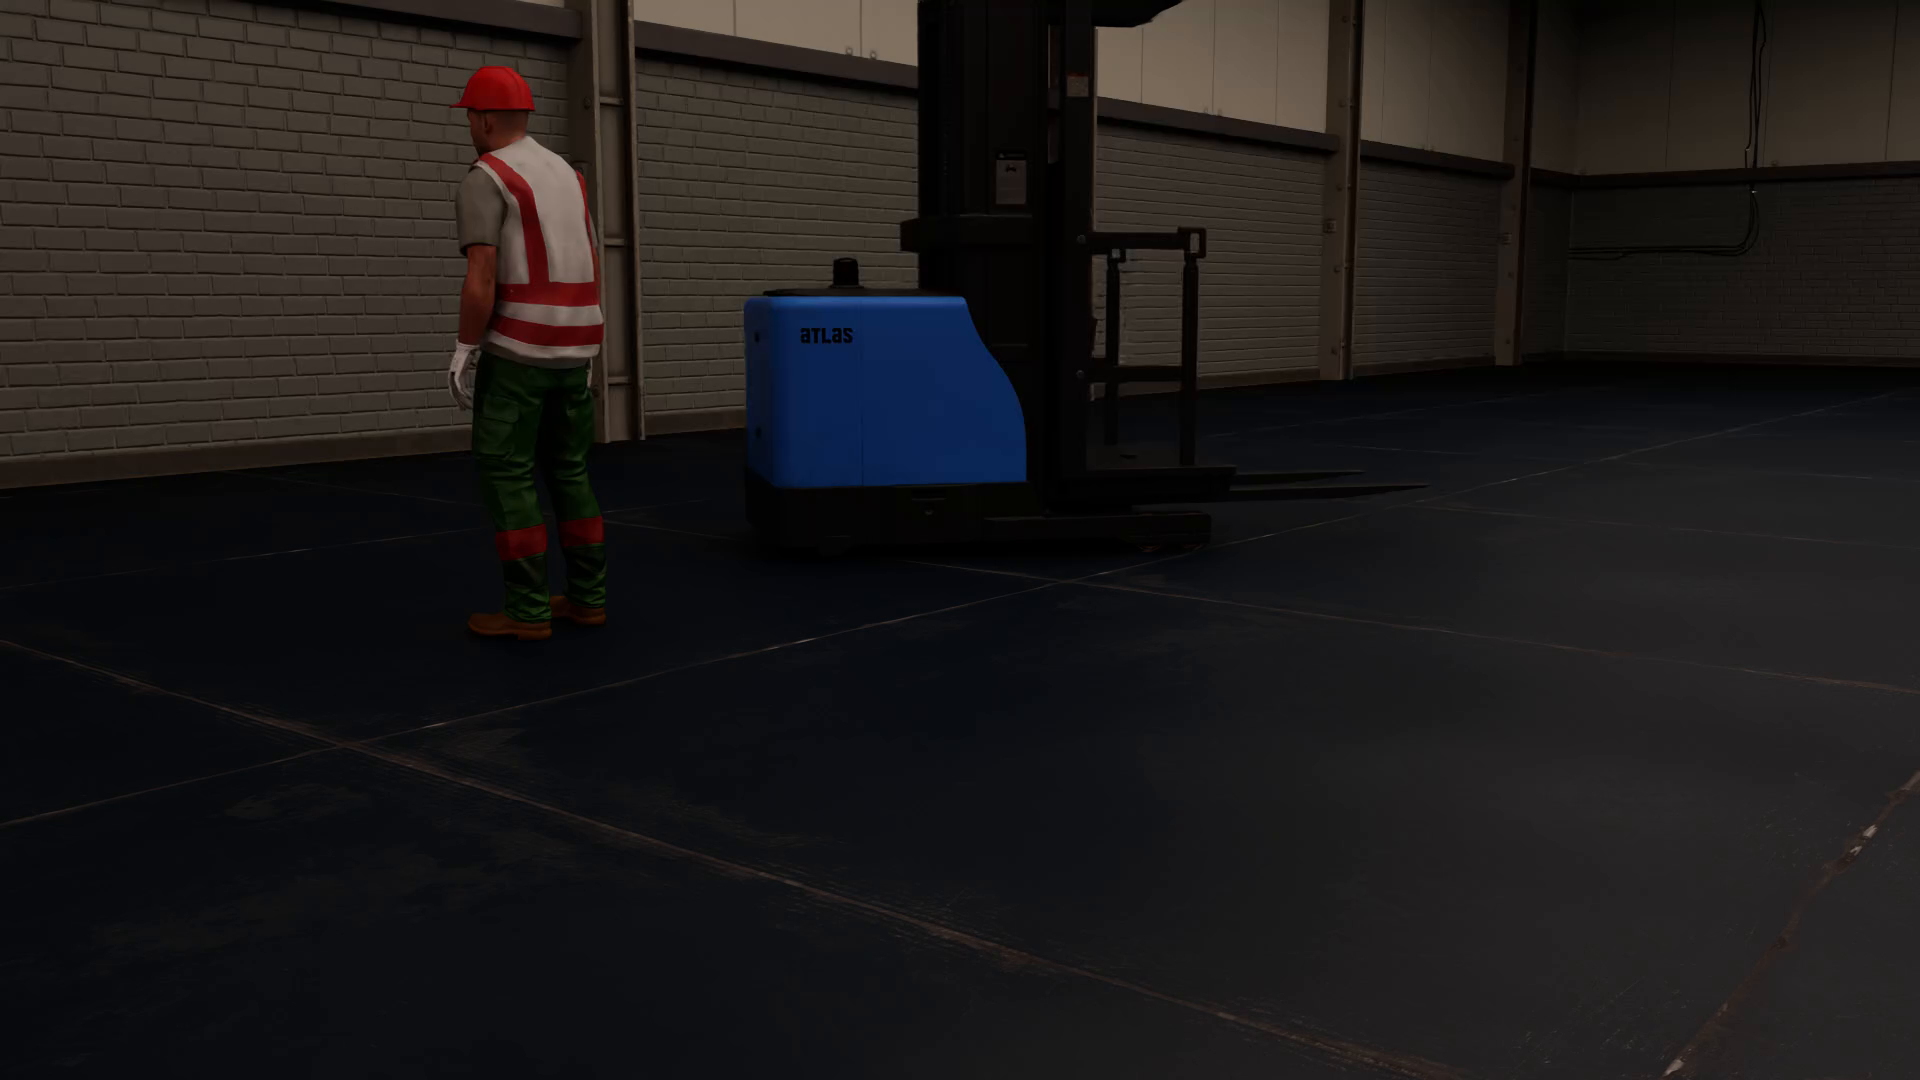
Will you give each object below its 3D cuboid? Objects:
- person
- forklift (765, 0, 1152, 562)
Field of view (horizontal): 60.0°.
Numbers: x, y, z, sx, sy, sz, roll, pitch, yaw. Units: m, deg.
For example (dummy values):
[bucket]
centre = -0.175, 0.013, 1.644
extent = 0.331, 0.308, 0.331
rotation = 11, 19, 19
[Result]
[person]
centre = -1.372, -0.584, 5.261
extent = 0.447, 1.780, 0.623
rotation = 5, 10, 30
[forklift]
centre = 0.207, -1.536, 7.779
extent = 1.130, 2.935, 3.031
rotation = 3, 9, 21
